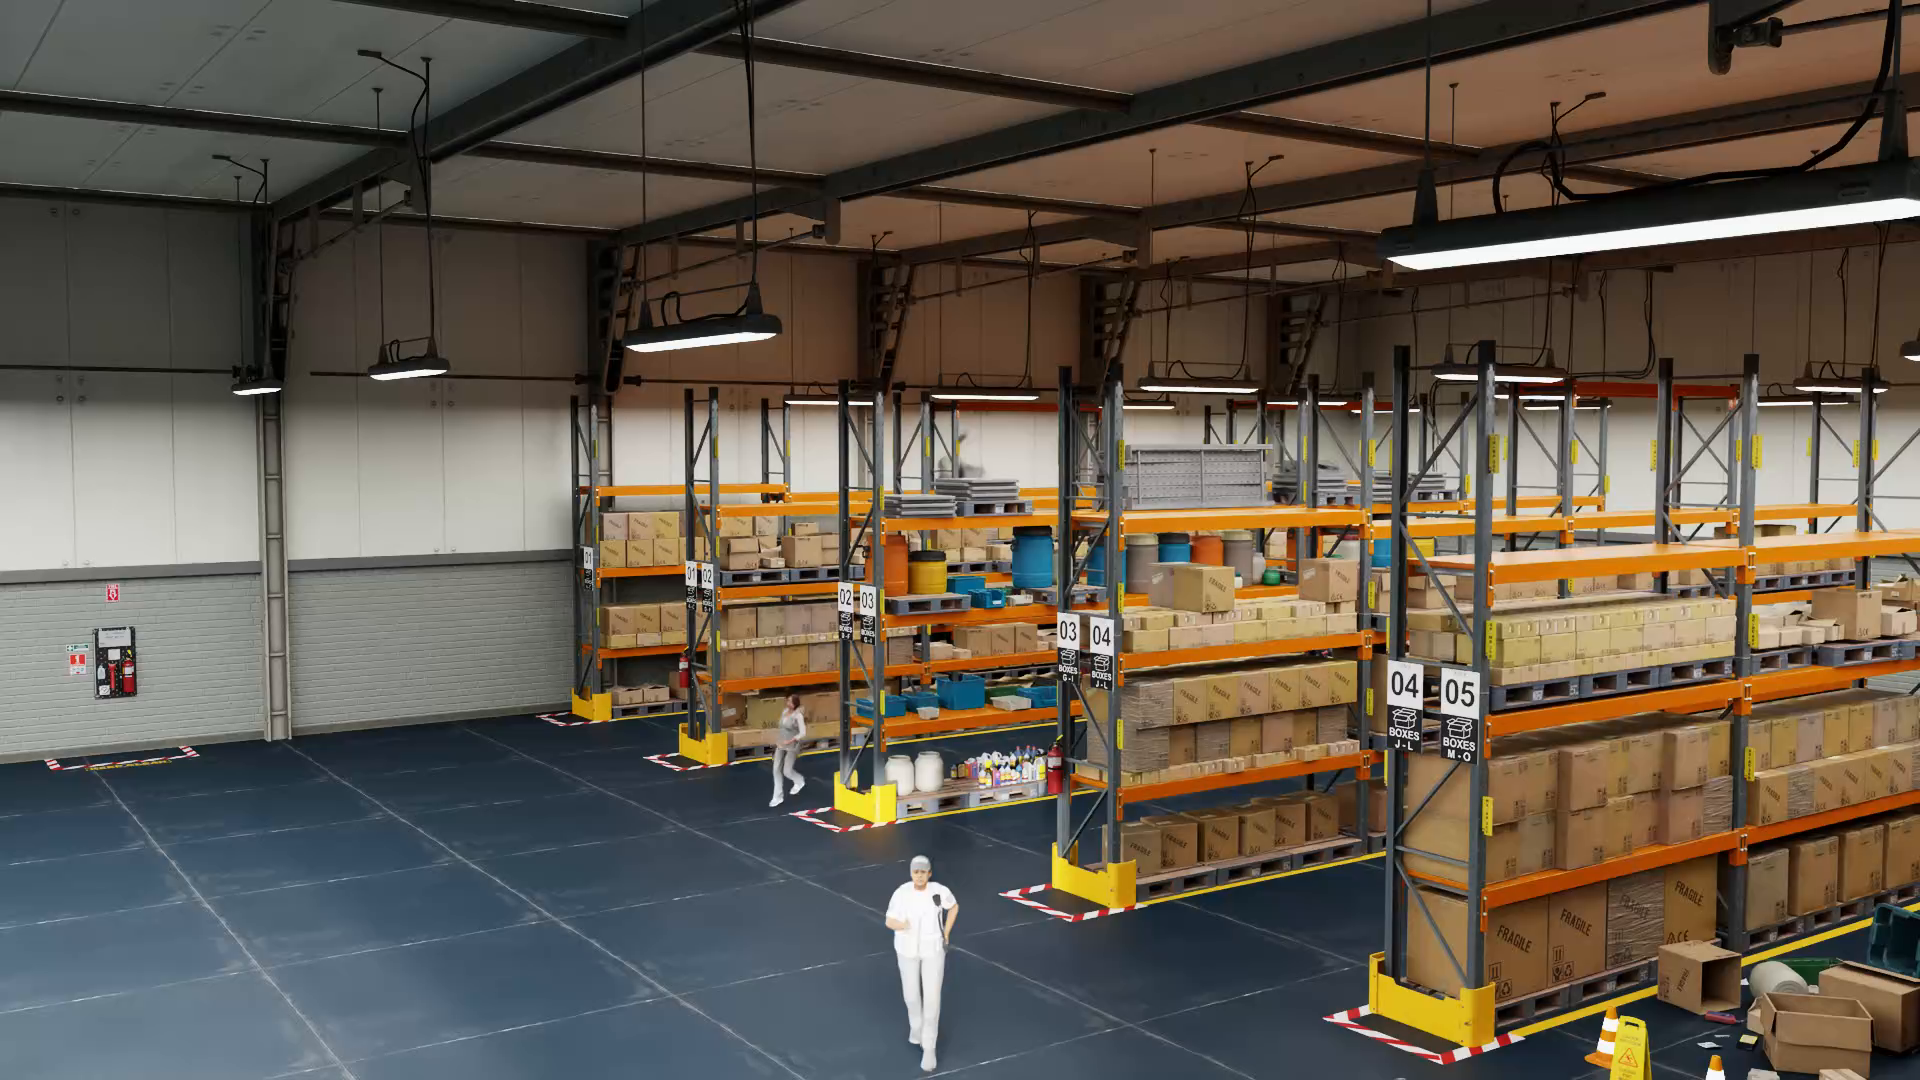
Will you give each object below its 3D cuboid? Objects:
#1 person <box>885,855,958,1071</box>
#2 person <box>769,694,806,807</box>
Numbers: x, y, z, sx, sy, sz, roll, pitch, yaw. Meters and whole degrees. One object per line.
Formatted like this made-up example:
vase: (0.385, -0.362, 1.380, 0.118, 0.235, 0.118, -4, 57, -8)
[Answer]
person: (-0.325, 3.492, 13.933, 0.590, 1.721, 0.726, 0, 3, 5)
person: (-2.389, 3.009, 23.637, 0.571, 1.504, 0.698, 2, 4, 34)
